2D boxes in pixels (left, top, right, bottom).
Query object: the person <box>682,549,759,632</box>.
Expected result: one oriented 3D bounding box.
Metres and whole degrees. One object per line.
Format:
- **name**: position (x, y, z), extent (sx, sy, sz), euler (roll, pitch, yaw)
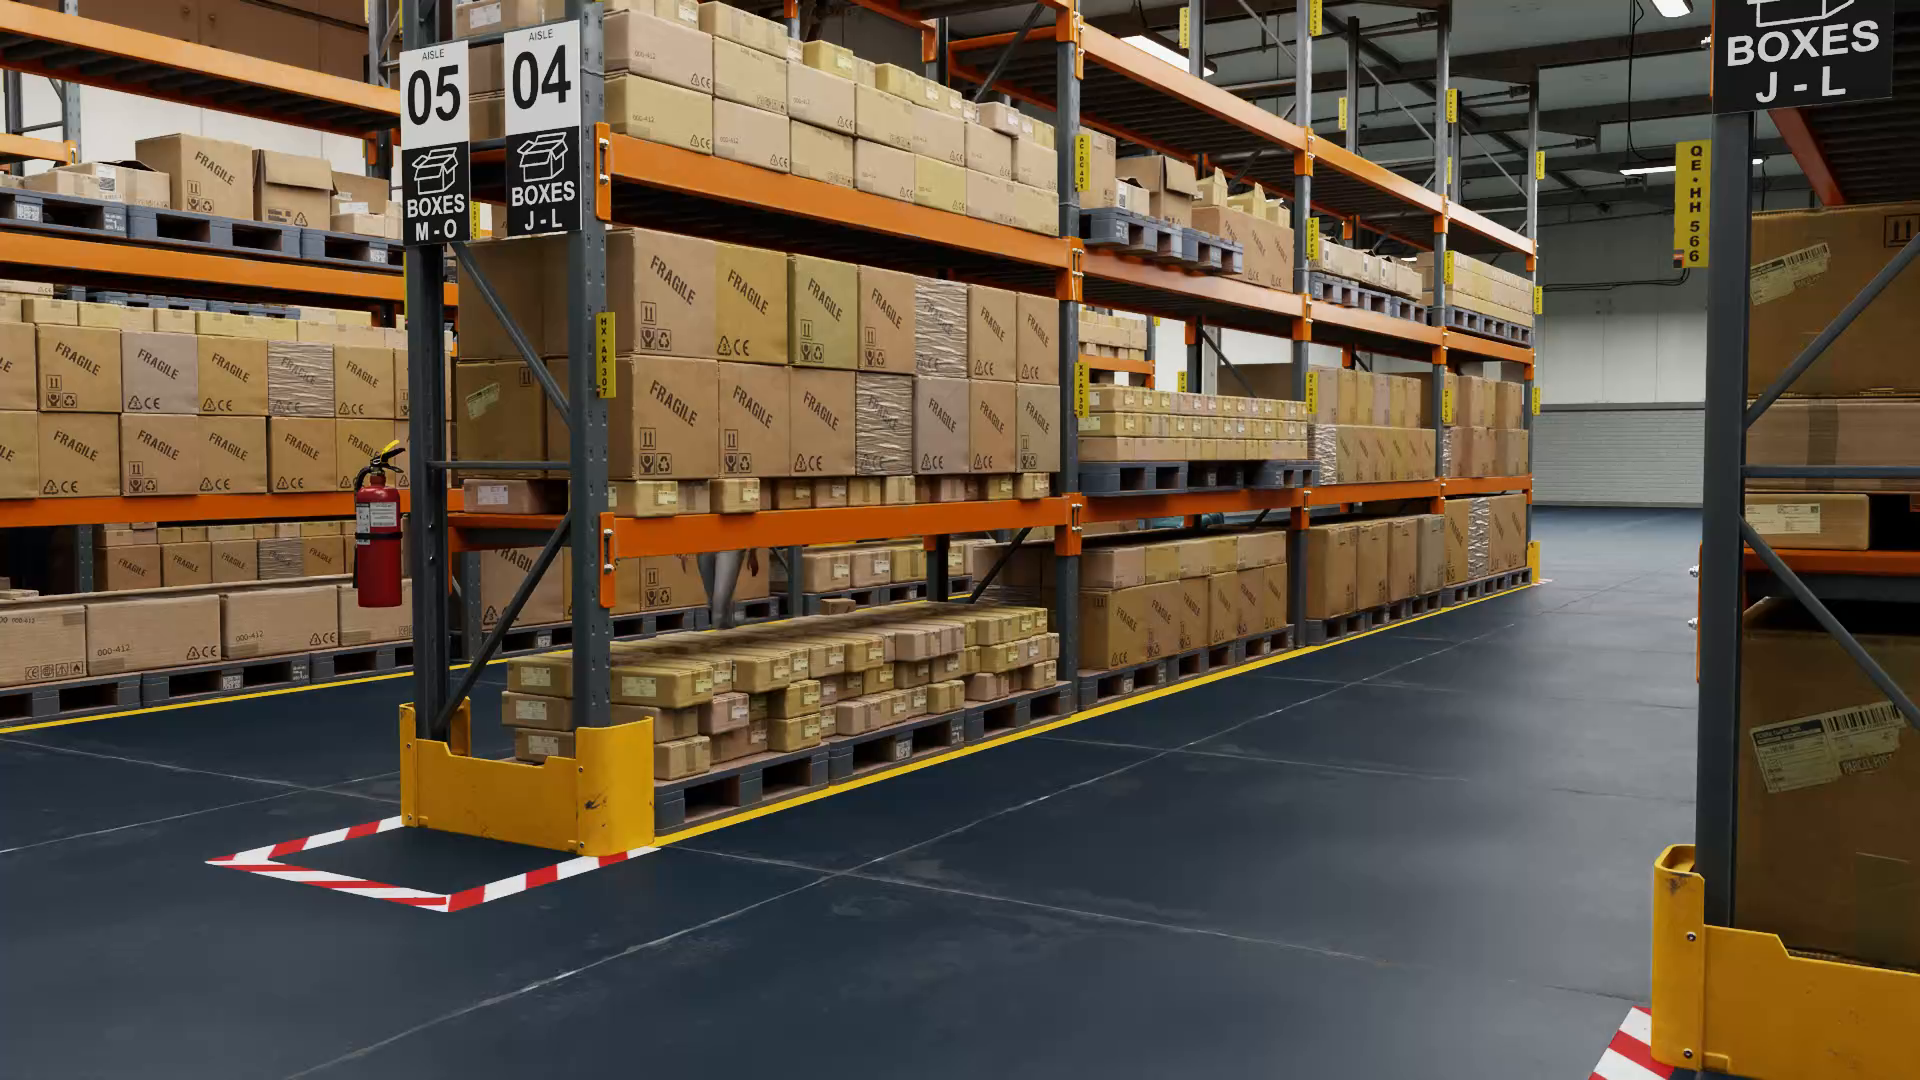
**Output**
- **person**: position (-1.760, 0.104, 11.936), extent (0.484, 1.701, 0.798), euler (1, 3, 22)
